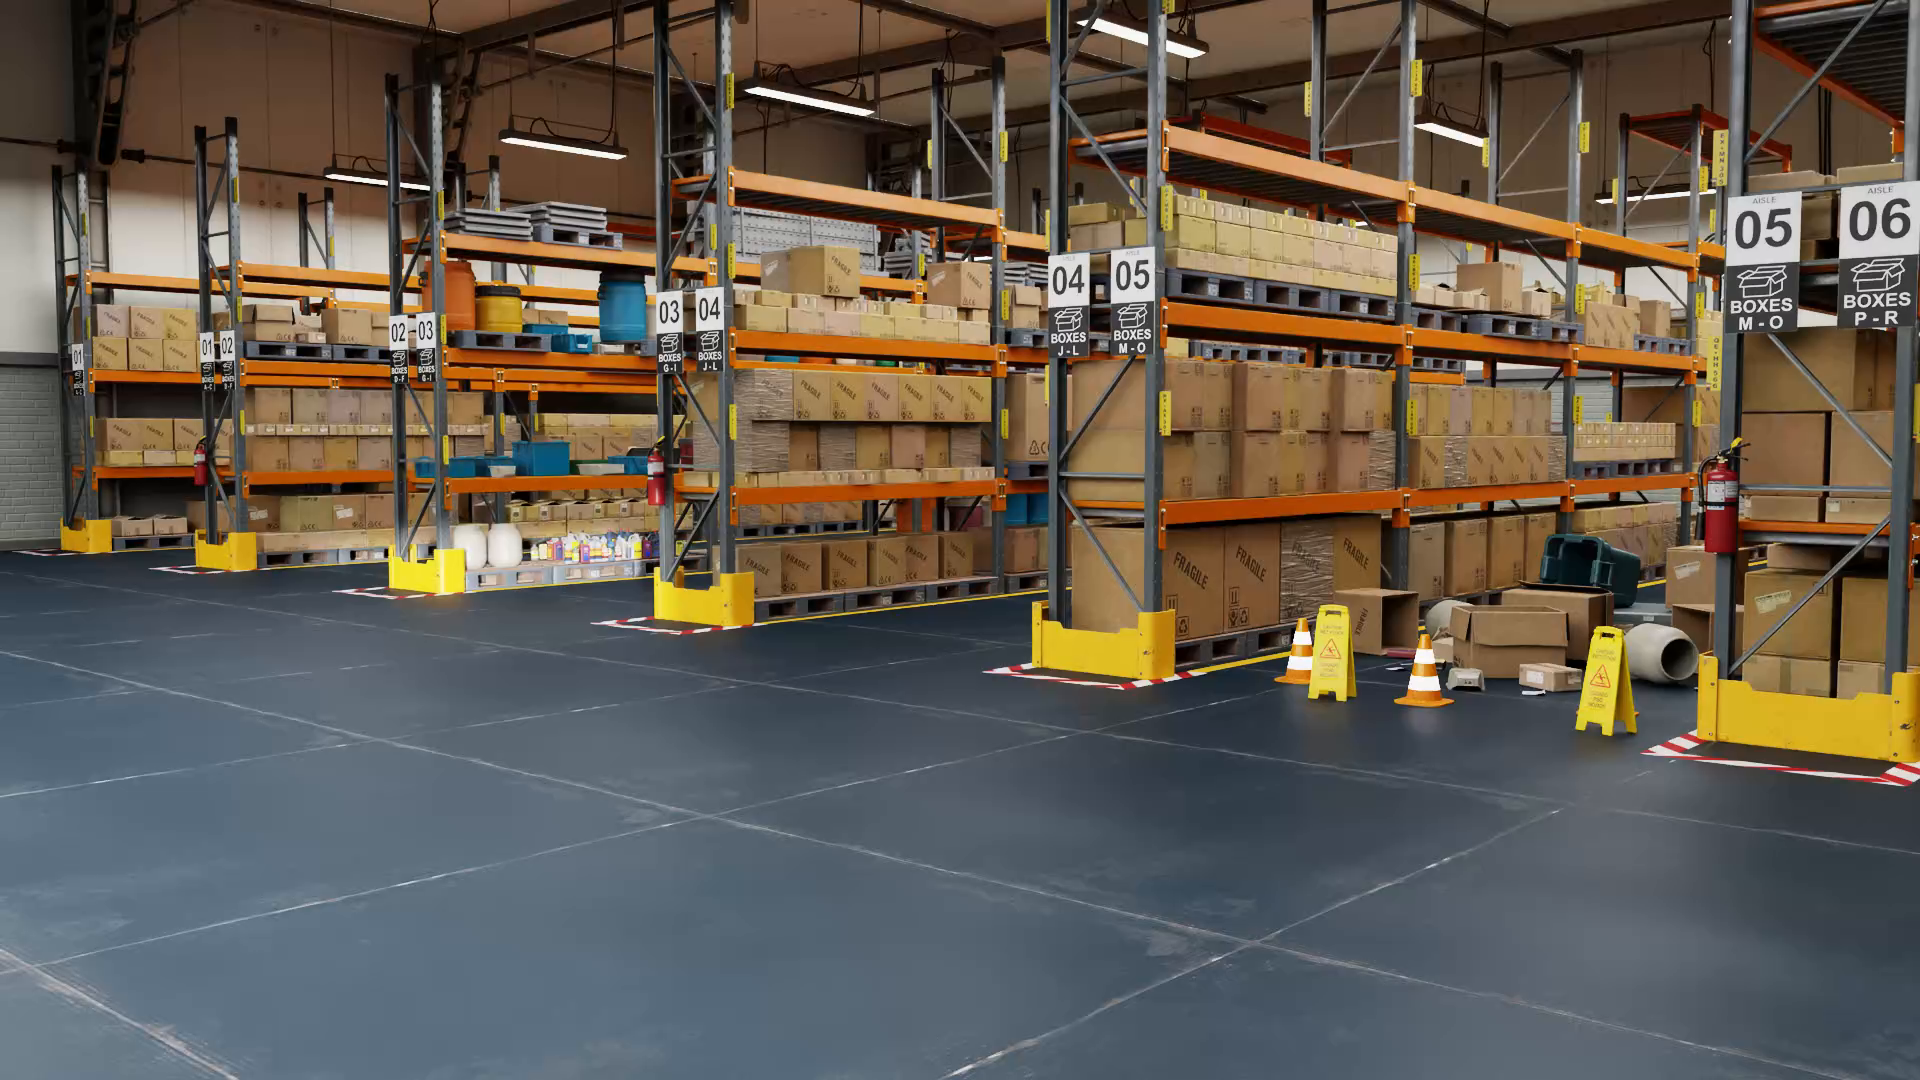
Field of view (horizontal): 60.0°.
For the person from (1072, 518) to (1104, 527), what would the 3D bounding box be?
[{"bbox_3d":[1.379,-0.107,16.843,0.527,1.674,0.483,2,4,33],"label":"person"}]
